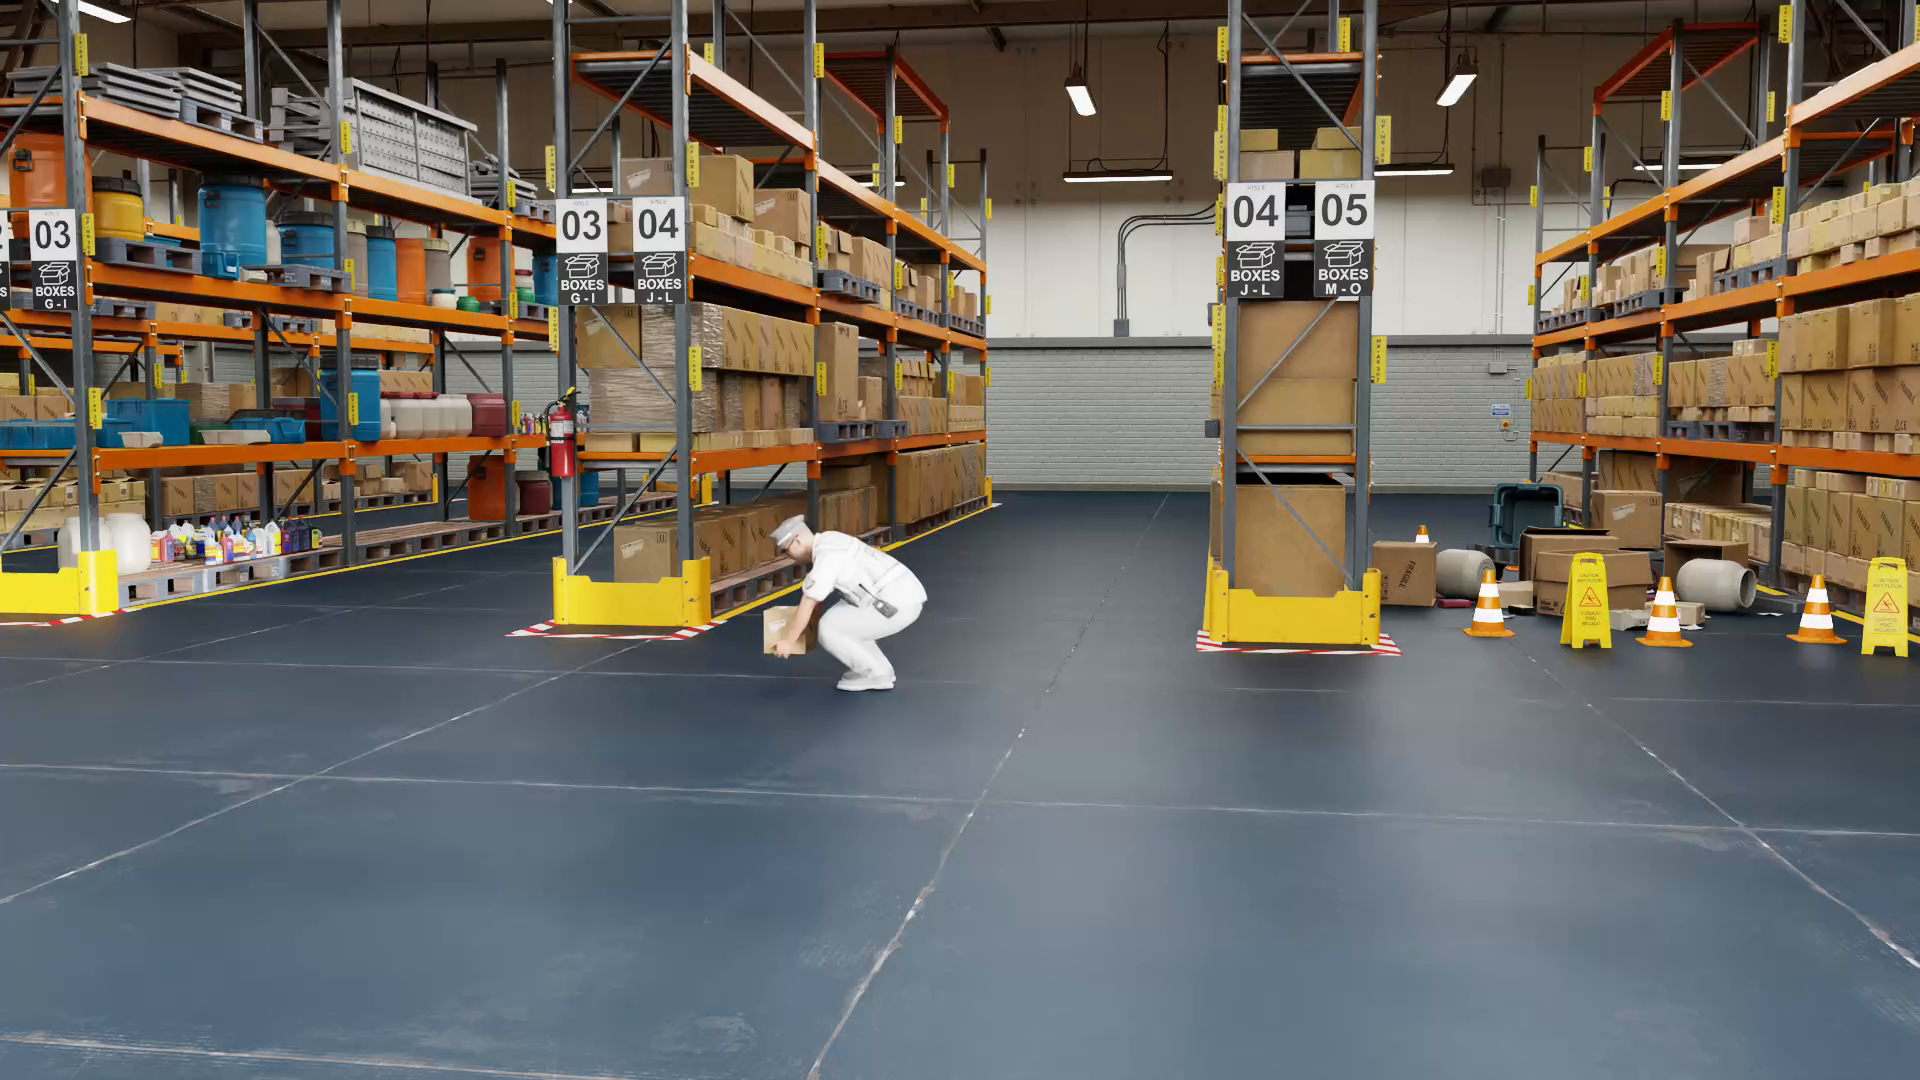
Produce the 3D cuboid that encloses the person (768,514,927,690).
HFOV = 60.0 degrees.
[{"bbox_3d":[-0.661,0.359,9.764,0.919,1.025,0.526,1,4,7],"label":"person"}]
